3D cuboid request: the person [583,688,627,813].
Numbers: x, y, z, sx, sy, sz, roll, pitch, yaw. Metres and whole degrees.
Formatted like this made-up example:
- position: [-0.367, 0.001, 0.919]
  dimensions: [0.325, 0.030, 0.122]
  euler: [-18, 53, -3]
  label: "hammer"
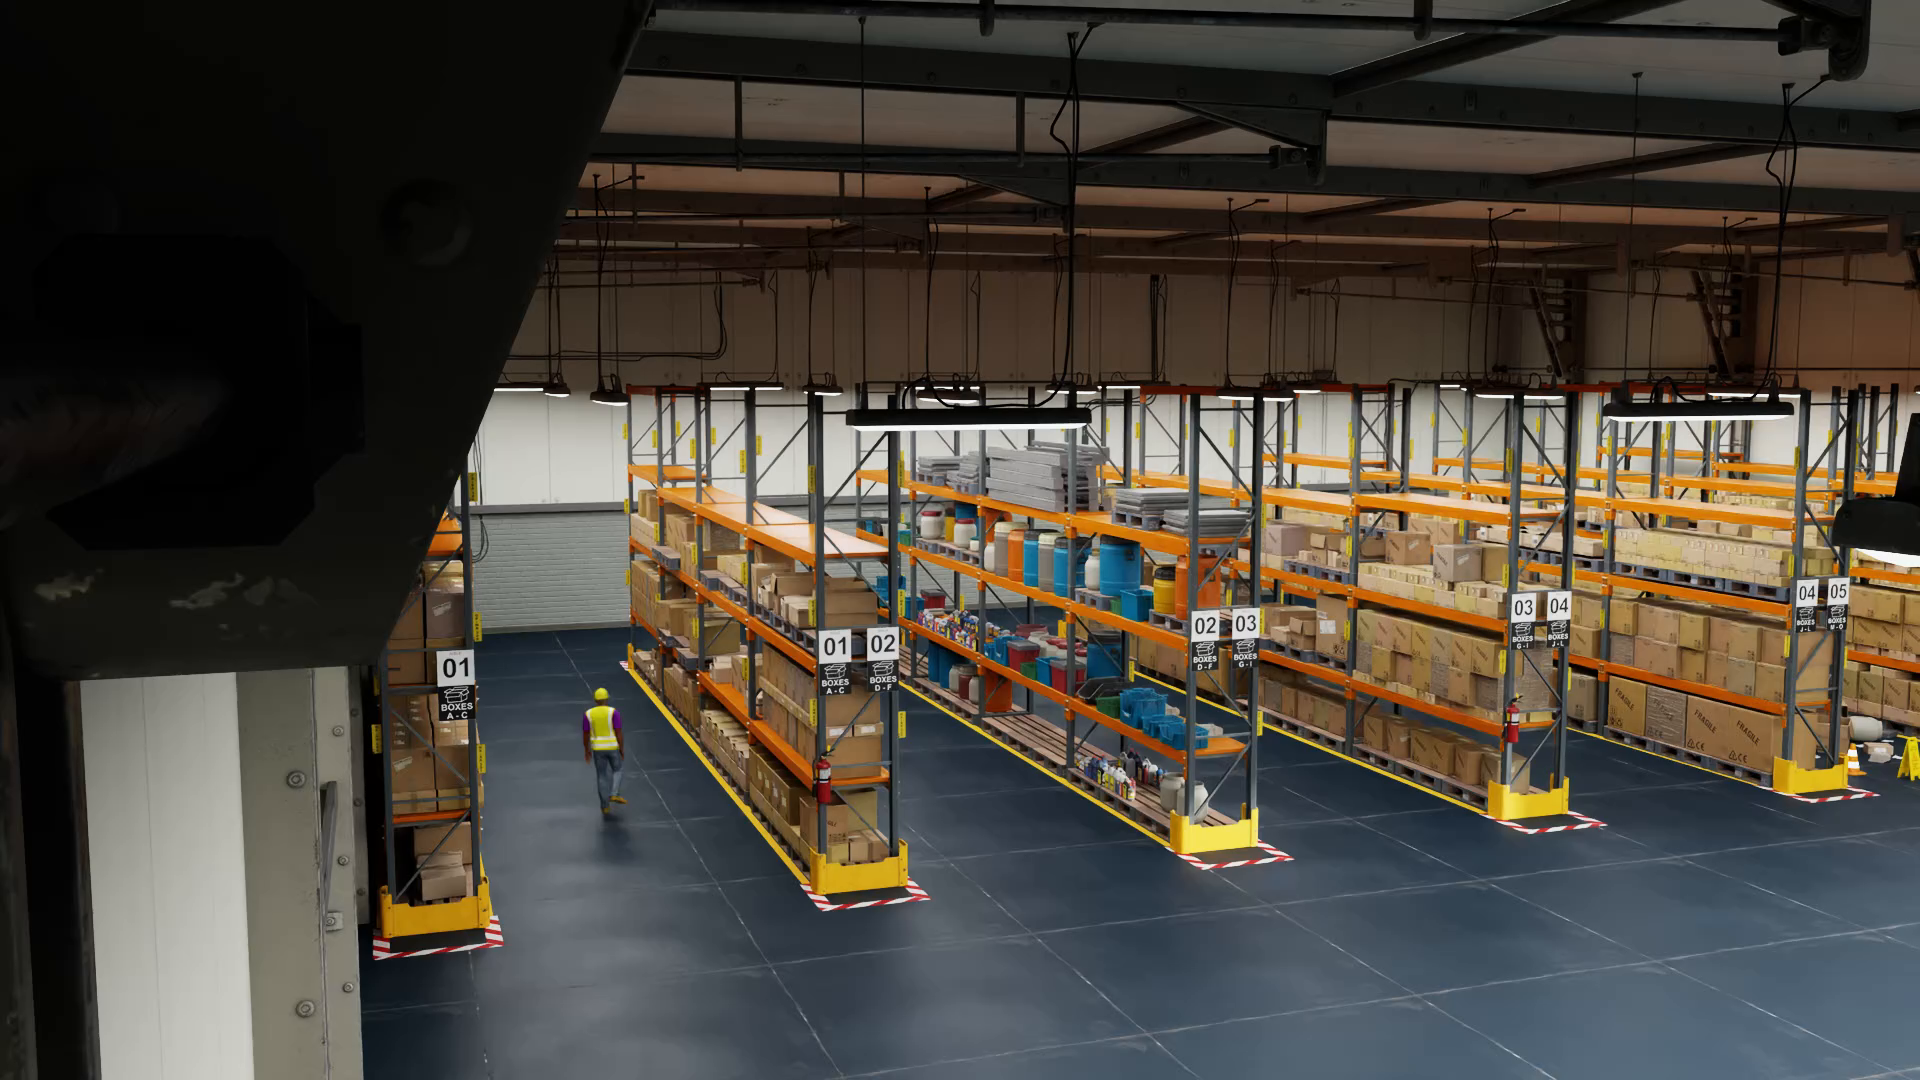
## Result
- position: [-5.086, 2.998, 23.776]
  dimensions: [0.601, 1.754, 0.509]
  euler: [-1, 6, -10]
  label: "person"
